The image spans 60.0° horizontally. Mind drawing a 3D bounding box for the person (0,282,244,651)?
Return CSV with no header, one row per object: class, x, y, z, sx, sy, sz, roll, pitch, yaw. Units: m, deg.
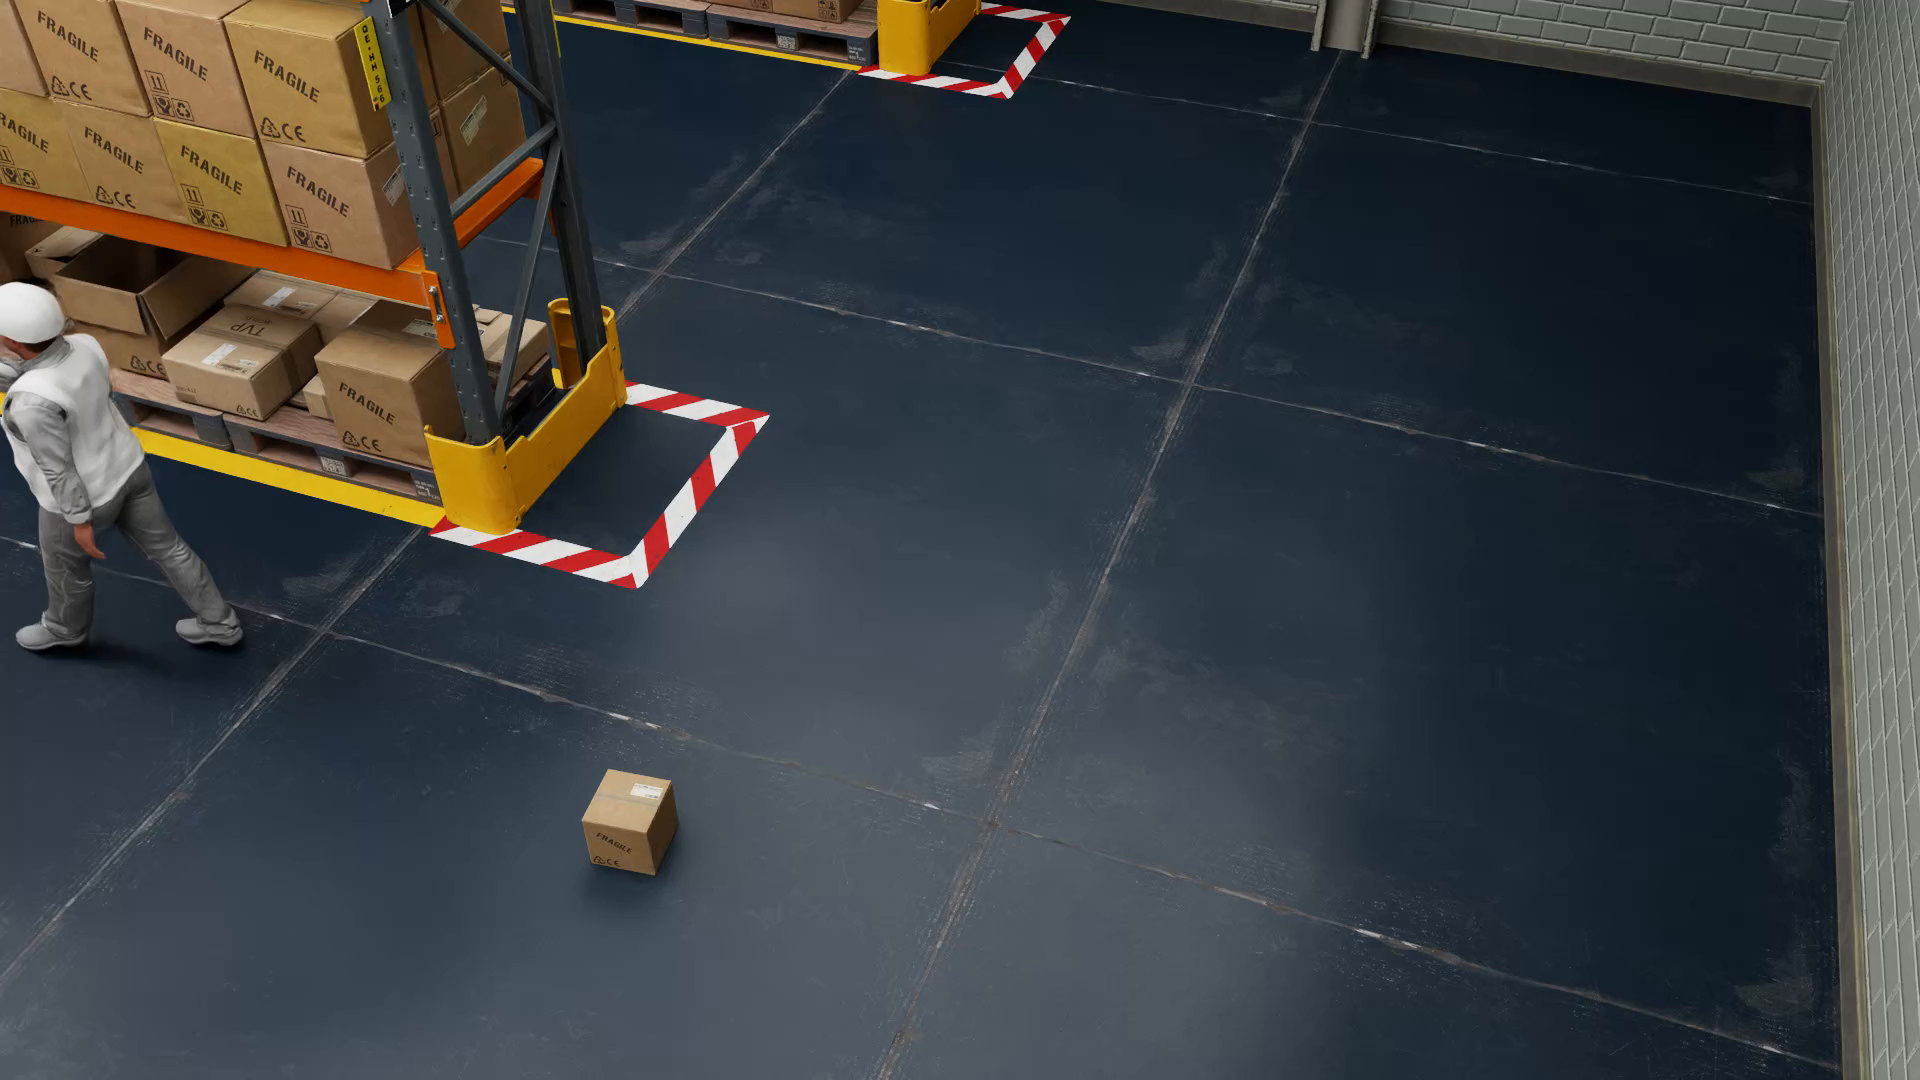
person,-3.439,-0.269,6.426,0.950,1.730,0.577,8,42,9
